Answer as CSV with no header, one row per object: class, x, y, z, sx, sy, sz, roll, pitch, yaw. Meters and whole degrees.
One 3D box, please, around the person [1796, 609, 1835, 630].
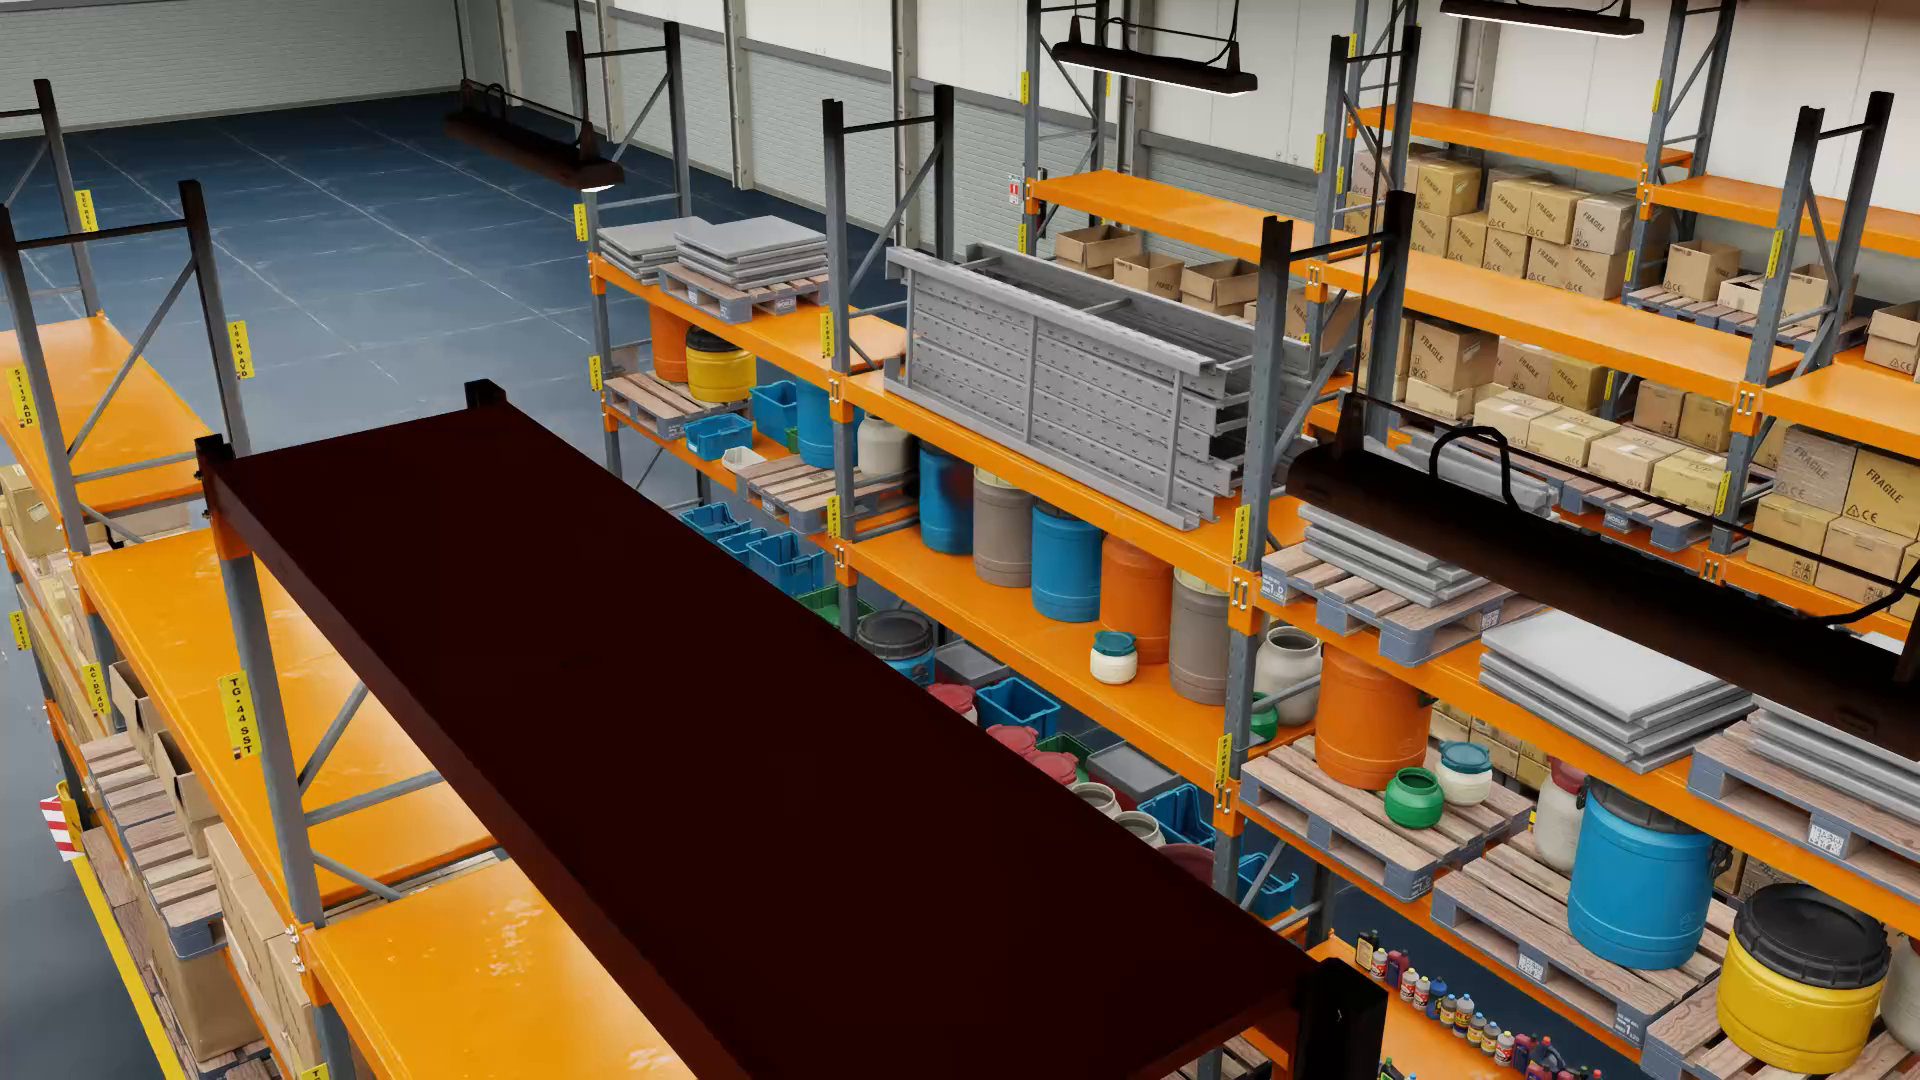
person,7.247,1.187,14.383,0.784,1.746,1.003,-17,30,-33
